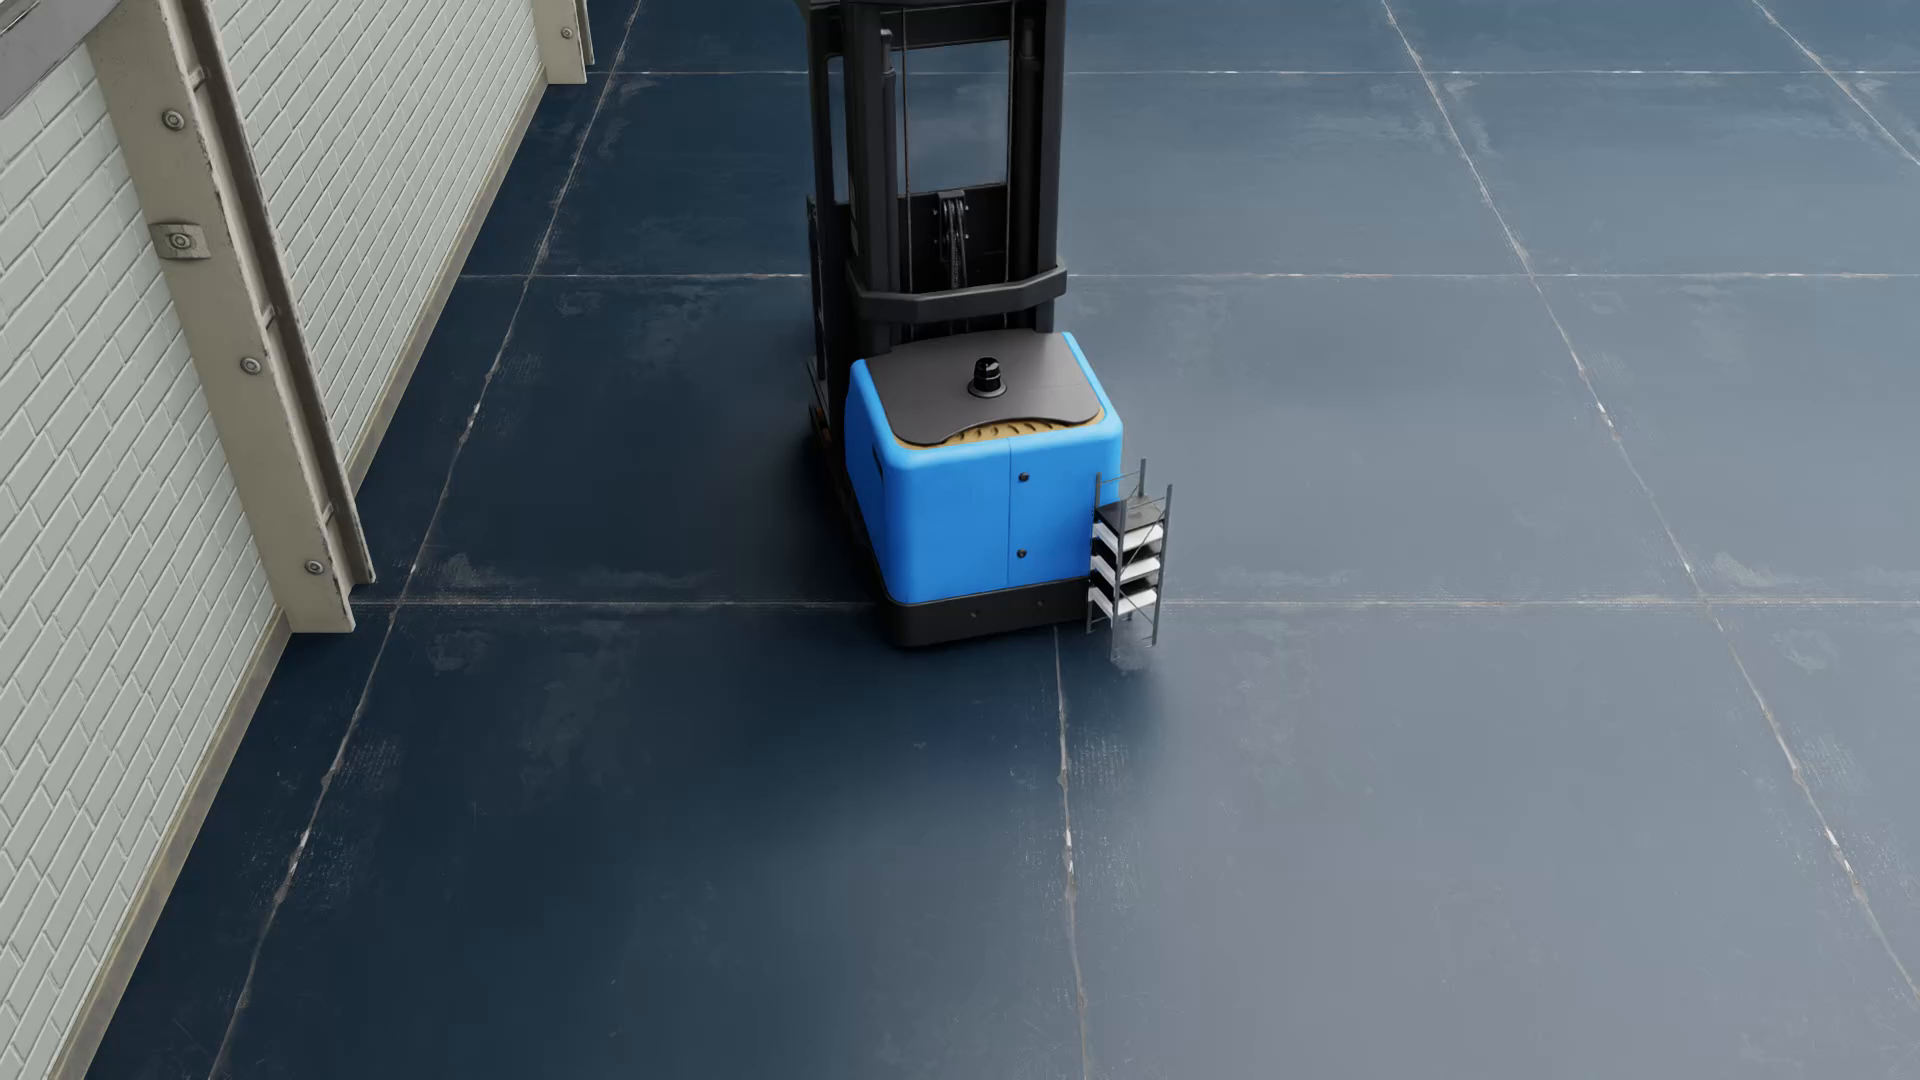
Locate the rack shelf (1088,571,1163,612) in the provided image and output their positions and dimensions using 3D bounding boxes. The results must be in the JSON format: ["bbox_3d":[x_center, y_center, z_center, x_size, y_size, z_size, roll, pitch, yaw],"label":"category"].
[{"bbox_3d":[0.720,0.191,7.234,0.258,0.077,0.200,-18,42,-21],"label":"rack shelf"}]

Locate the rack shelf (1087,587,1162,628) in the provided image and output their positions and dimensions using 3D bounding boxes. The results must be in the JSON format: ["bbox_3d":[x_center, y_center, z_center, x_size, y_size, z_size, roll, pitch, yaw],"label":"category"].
[{"bbox_3d":[0.720,0.261,7.290,0.258,0.077,0.200,-18,42,-21],"label":"rack shelf"}]

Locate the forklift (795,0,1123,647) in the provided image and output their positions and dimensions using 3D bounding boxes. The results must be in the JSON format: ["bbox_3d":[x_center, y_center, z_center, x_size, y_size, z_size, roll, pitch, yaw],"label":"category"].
[{"bbox_3d":[-0.156,-1.602,7.651,1.130,2.935,3.031,-9,40,-11],"label":"forklift"}]

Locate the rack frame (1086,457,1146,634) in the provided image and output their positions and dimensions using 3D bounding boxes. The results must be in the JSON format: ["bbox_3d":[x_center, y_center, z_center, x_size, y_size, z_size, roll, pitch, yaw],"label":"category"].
[{"bbox_3d":[0.674,0.038,7.227,0.240,0.900,0.006,-18,42,-21],"label":"rack frame"}]

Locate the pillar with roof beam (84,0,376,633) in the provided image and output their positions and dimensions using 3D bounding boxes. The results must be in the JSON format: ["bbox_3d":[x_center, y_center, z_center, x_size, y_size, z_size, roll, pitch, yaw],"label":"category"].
[{"bbox_3d":[1.418,-3.223,4.822,9.100,9.000,0.400,0,39,0],"label":"pillar with roof beam"}]

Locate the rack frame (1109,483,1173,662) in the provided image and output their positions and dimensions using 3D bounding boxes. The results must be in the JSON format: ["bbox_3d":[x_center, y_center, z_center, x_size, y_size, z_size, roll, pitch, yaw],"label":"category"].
[{"bbox_3d":[0.767,0.152,7.086,0.240,0.900,0.006,-18,42,-21],"label":"rack frame"}]

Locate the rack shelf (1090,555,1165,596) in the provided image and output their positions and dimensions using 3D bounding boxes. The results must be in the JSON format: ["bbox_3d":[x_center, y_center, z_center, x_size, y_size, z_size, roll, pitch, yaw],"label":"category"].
[{"bbox_3d":[0.720,0.121,7.177,0.258,0.077,0.200,-18,42,-21],"label":"rack shelf"}]

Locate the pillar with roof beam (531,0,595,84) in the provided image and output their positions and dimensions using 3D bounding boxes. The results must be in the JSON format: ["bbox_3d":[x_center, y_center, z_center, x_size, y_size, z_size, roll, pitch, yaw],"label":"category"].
[{"bbox_3d":[1.411,-6.975,9.504,9.100,9.000,0.400,0,39,0],"label":"pillar with roof beam"}]

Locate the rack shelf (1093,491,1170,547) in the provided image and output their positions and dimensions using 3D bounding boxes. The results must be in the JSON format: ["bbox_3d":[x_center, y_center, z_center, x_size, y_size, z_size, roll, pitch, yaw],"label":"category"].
[{"bbox_3d":[0.721,-0.089,7.007,0.258,0.077,0.200,-18,42,-21],"label":"rack shelf"}]

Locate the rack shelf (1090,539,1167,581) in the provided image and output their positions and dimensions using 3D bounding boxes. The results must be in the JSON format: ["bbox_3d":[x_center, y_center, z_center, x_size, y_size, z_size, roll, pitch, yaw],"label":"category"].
[{"bbox_3d":[0.721,0.051,7.121,0.258,0.077,0.200,-18,42,-21],"label":"rack shelf"}]

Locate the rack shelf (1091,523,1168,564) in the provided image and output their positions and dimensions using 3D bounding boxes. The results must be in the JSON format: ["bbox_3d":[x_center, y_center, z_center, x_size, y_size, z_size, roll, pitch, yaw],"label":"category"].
[{"bbox_3d":[0.721,-0.019,7.064,0.258,0.077,0.200,-18,42,-21],"label":"rack shelf"}]

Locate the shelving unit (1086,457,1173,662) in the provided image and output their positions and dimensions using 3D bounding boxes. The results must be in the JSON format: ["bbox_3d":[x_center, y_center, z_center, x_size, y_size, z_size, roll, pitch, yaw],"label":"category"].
[{"bbox_3d":[0.720,0.095,7.156,0.258,0.900,0.210,-18,42,-21],"label":"shelving unit"}]
